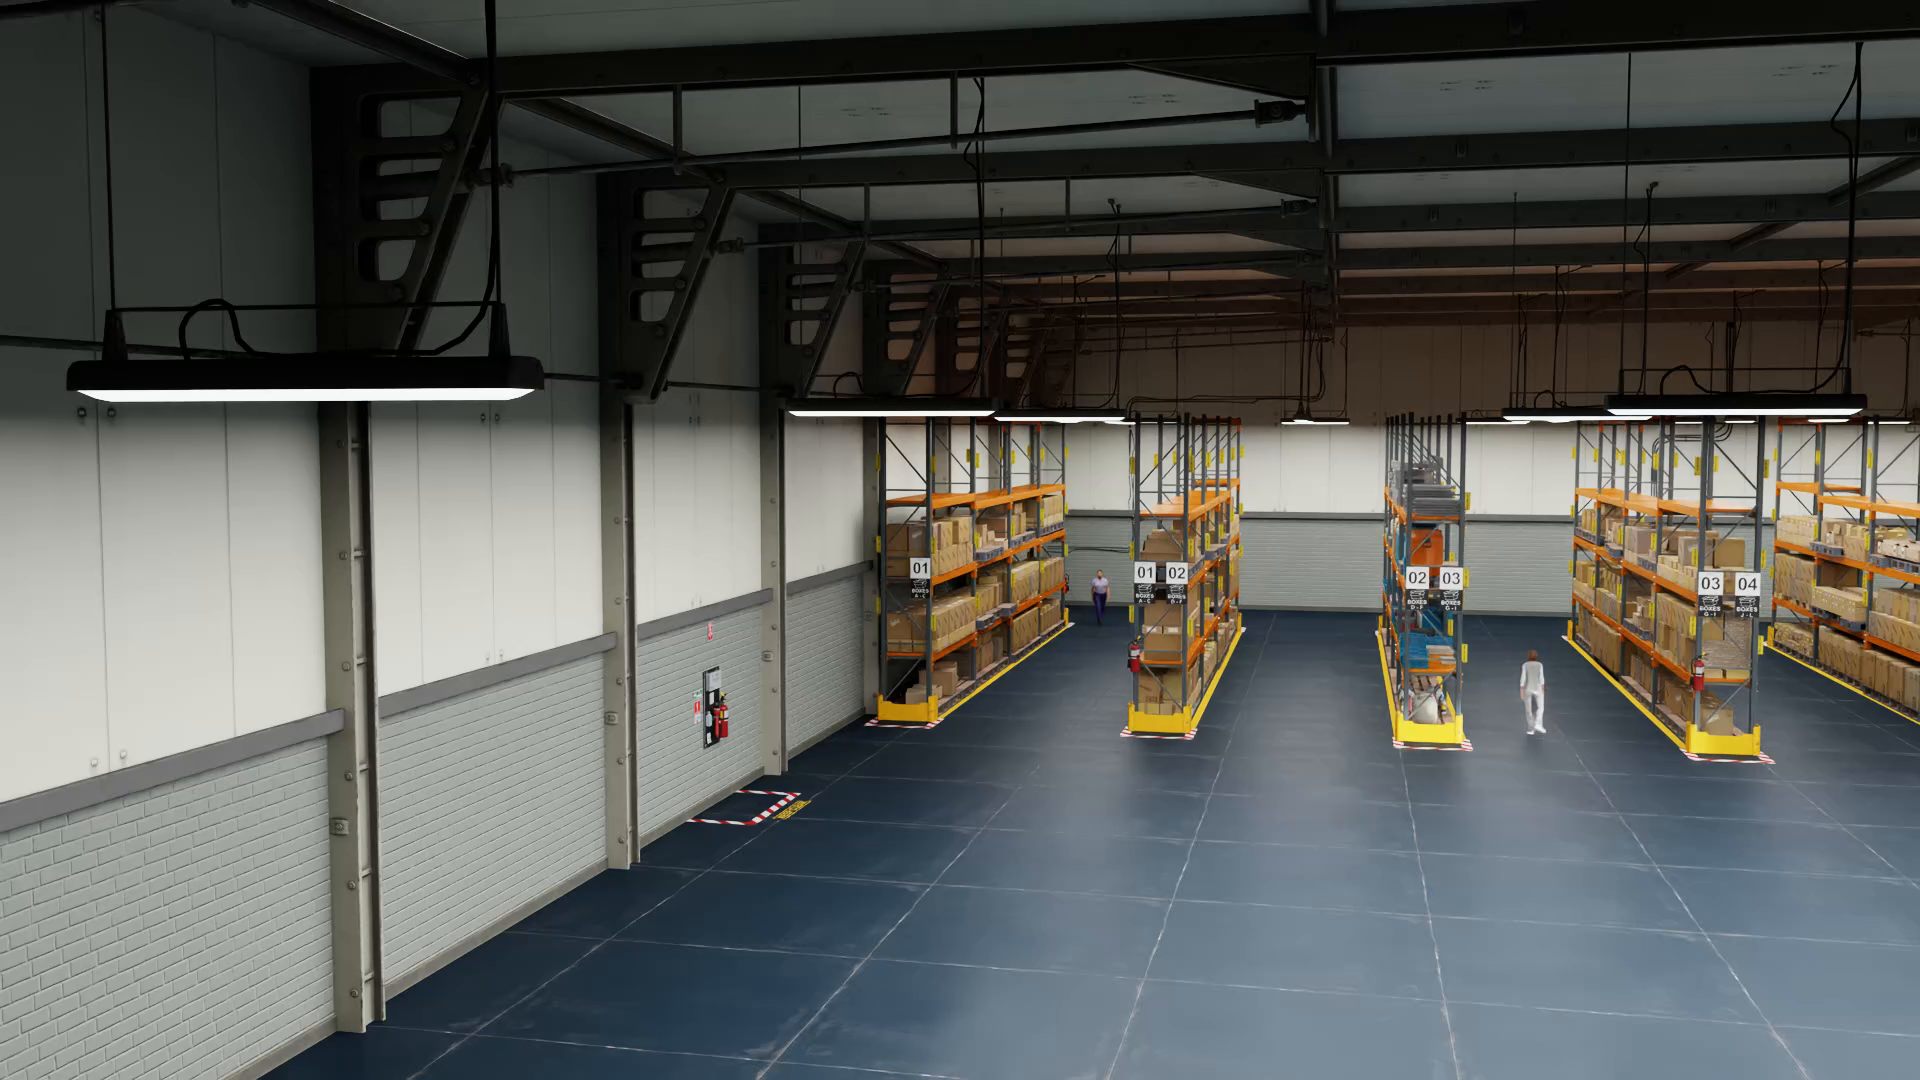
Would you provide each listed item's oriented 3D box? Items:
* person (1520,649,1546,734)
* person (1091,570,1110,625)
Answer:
[{"bbox_3d":[10.667,2.836,30.957,0.462,1.596,0.468,1,4,12],"label":"person"},{"bbox_3d":[4.079,1.658,48.207,0.494,1.574,1.042,-1,4,-11],"label":"person"}]
